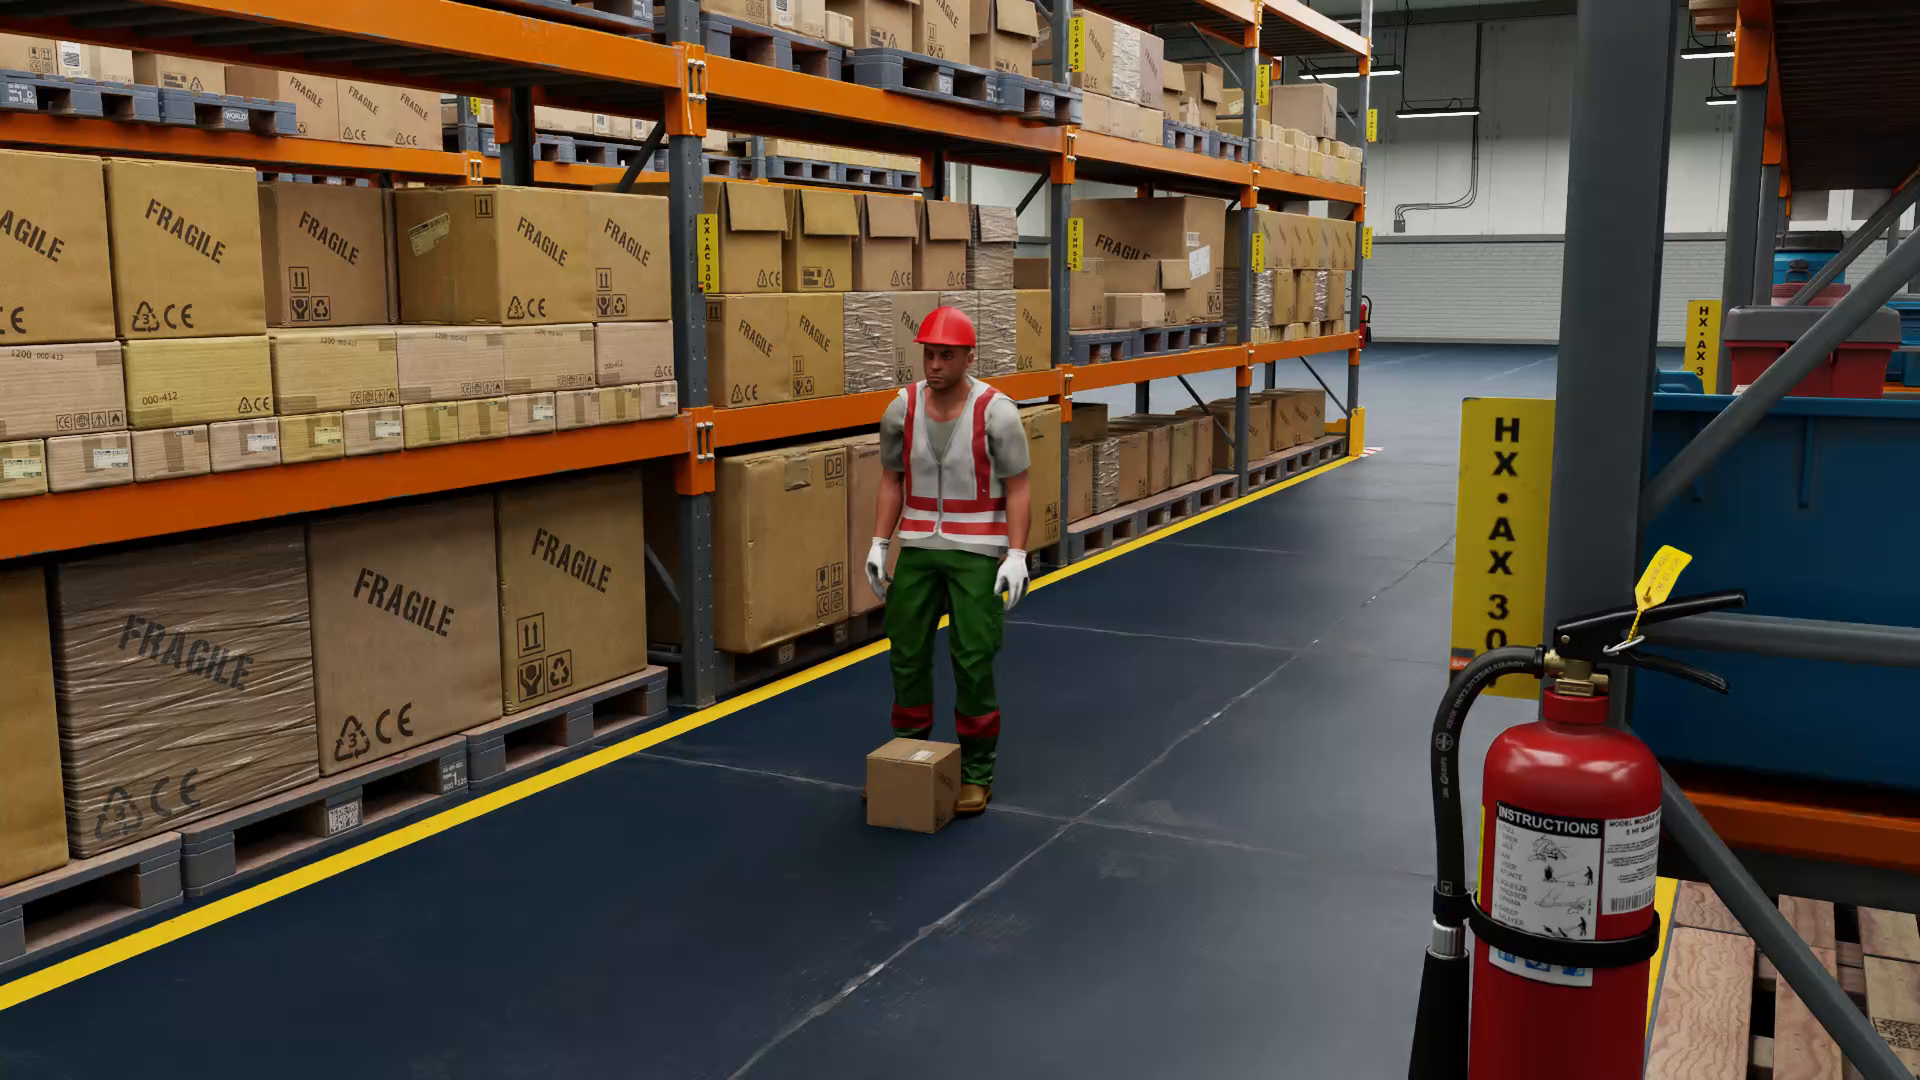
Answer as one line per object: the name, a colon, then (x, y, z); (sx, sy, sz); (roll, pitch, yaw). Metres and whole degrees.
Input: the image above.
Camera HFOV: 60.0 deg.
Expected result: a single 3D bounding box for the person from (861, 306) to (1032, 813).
person: (-0.046, 0.069, 5.878); (0.617, 1.778, 0.453); (4, 10, 22)
